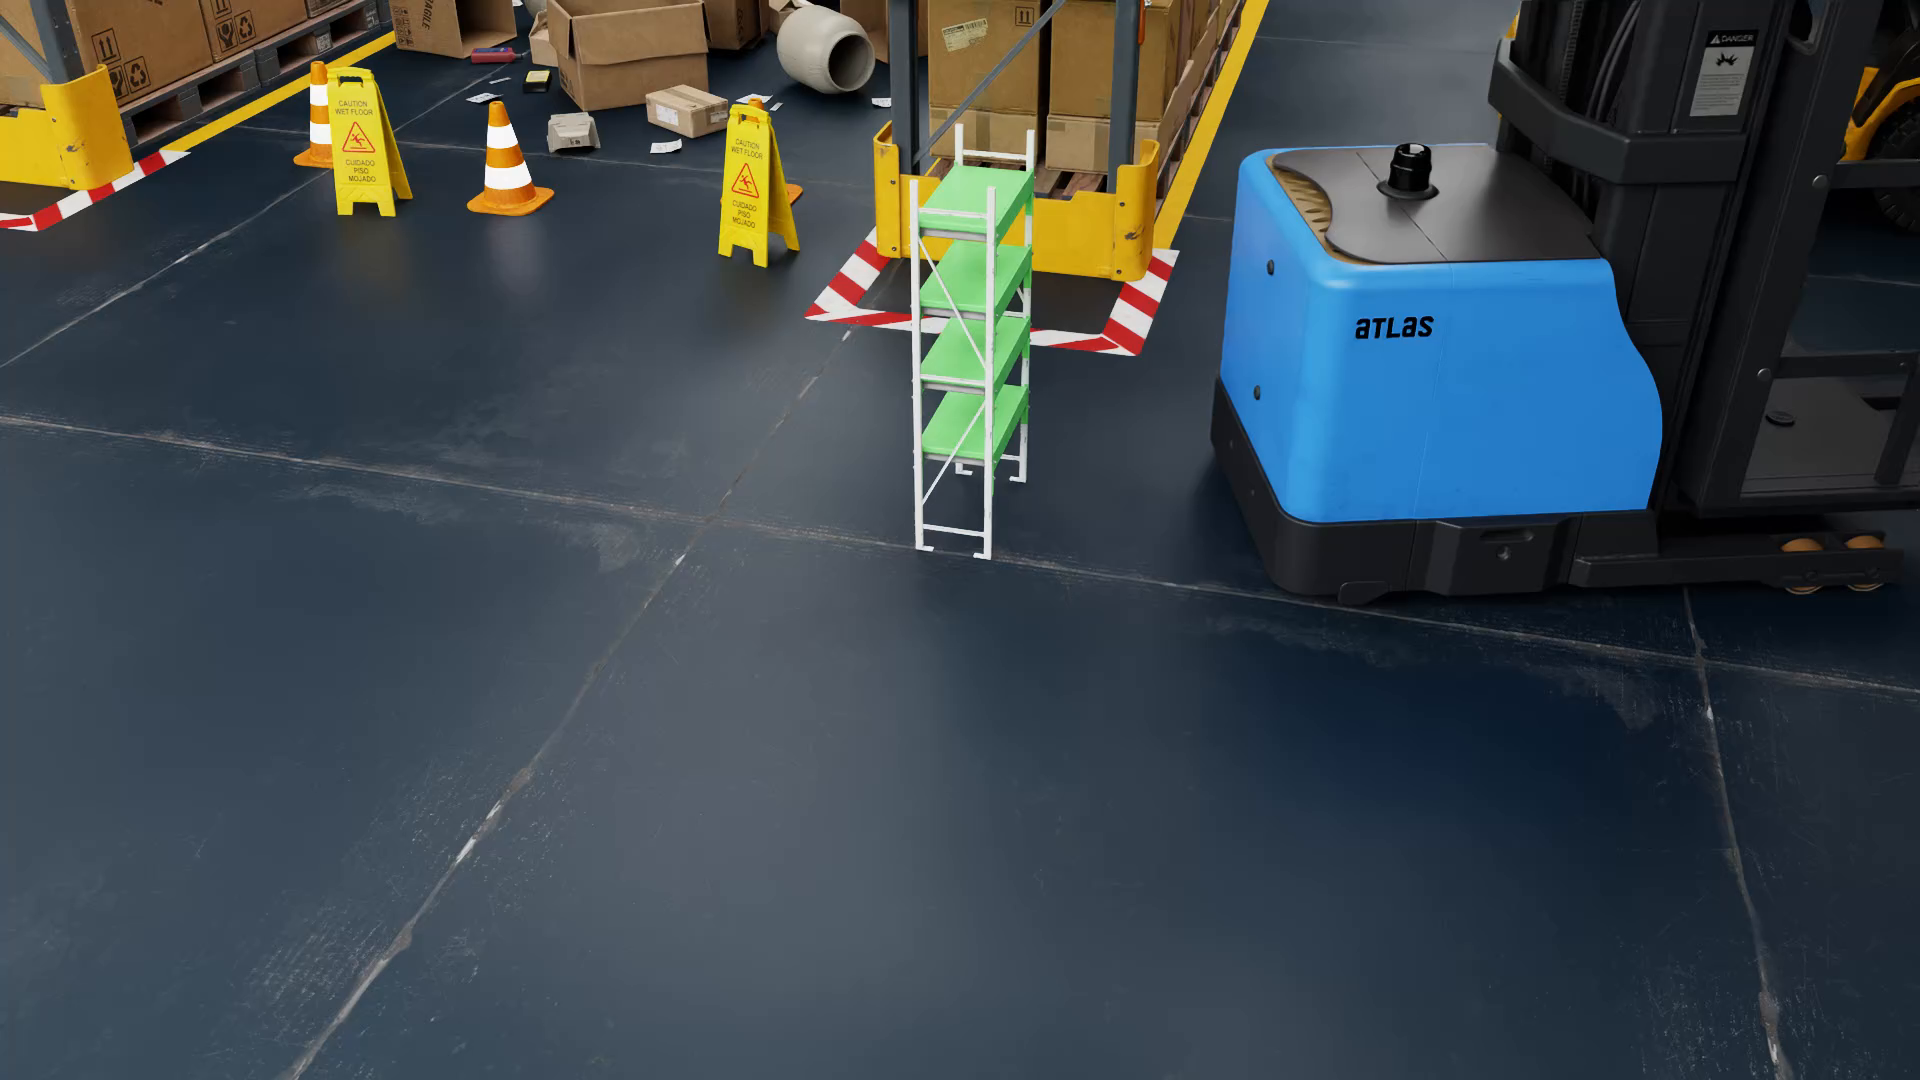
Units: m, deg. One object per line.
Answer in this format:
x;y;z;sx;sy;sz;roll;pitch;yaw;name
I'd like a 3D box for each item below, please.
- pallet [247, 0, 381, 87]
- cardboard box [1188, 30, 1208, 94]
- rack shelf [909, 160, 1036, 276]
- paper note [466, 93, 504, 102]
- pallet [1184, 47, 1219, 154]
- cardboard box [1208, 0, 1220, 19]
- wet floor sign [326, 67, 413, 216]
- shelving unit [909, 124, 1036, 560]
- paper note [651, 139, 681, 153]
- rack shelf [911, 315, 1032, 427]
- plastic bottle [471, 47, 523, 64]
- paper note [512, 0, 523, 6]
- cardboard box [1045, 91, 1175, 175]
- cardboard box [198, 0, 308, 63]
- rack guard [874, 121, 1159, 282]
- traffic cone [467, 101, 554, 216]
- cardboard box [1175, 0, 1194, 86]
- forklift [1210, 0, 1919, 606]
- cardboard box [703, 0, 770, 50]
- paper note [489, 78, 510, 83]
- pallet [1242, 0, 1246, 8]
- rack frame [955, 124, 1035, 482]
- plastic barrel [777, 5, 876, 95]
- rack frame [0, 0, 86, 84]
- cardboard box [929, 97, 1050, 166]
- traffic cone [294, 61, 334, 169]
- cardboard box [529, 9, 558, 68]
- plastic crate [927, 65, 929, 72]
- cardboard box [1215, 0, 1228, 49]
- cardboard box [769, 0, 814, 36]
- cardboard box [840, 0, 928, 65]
-4.161;-2.968;9.722;1.003;0.211;1.213;8;33;12;pallet
0.949;-2.413;8.421;0.500;0.250;0.500;10;34;16;cardboard box
0.042;-0.943;4.840;0.258;0.148;0.480;8;33;12;rack shelf
-2.570;-2.395;8.991;0.144;0.017;0.142;20;38;29;paper note
0.785;-2.377;8.792;1.003;0.211;1.213;8;33;12;pallet
1.083;-3.003;8.650;0.500;0.500;0.500;10;34;15;cardboard box
-2.692;-1.810;7.495;0.267;0.644;0.232;3;33;4;wet floor sign
0.042;-0.592;5.063;0.258;1.200;0.503;8;33;12;shelving unit
-1.472;-1.975;8.328;0.148;0.019;0.142;-3;33;-4;paper note
0.042;-0.538;5.098;0.258;0.148;0.480;8;33;12;rack shelf
-2.665;-2.795;9.590;0.283;0.061;0.133;-3;33;-4;plastic bottle
-2.879;-3.439;10.630;0.147;0.020;0.142;-14;35;-21;paper note
0.686;-1.864;7.558;0.500;0.250;0.500;8;33;12;cardboard box
-4.270;-3.186;9.055;0.875;0.875;0.875;8;33;12;cardboard box
0.233;-1.451;7.066;1.175;0.500;0.348;8;33;12;rack guard
-2.085;-1.769;7.602;0.336;0.463;0.334;8;33;12;traffic cone
0.820;-2.465;7.804;0.500;0.500;0.500;7;33;11;cardboard box
2.395;-1.356;4.650;3.031;2.935;1.130;-3;33;-4;forklift
-1.560;-3.213;9.708;0.797;0.637;0.503;8;33;12;cardboard box
-2.566;-2.561;9.269;0.032;0.001;0.123;28;42;36;paper note
1.425;-3.770;10.983;1.003;0.211;1.213;8;33;12;pallet
0.104;-0.719;5.262;0.240;1.200;0.015;8;33;12;rack frame
-0.726;-2.657;9.035;0.421;0.421;0.512;-21;38;-29;plastic barrel
-4.600;-3.088;7.311;1.000;3.000;0.127;8;33;12;rack frame
0.165;-1.952;7.696;0.500;0.250;0.500;8;33;12;cardboard box
-3.091;-2.100;8.121;0.336;0.463;0.334;8;33;12;traffic cone
-2.239;-2.867;9.512;0.396;0.266;0.258;14;35;21;cardboard box
0.037;-2.607;9.276;0.402;0.080;0.583;-3;33;-4;plastic crate
1.213;-2.938;9.247;0.500;0.250;0.500;7;33;11;cardboard box
-1.054;-3.258;10.127;0.258;0.266;0.396;-14;35;-21;cardboard box
-0.359;-3.117;9.685;0.500;0.500;0.500;-21;38;-29;cardboard box
